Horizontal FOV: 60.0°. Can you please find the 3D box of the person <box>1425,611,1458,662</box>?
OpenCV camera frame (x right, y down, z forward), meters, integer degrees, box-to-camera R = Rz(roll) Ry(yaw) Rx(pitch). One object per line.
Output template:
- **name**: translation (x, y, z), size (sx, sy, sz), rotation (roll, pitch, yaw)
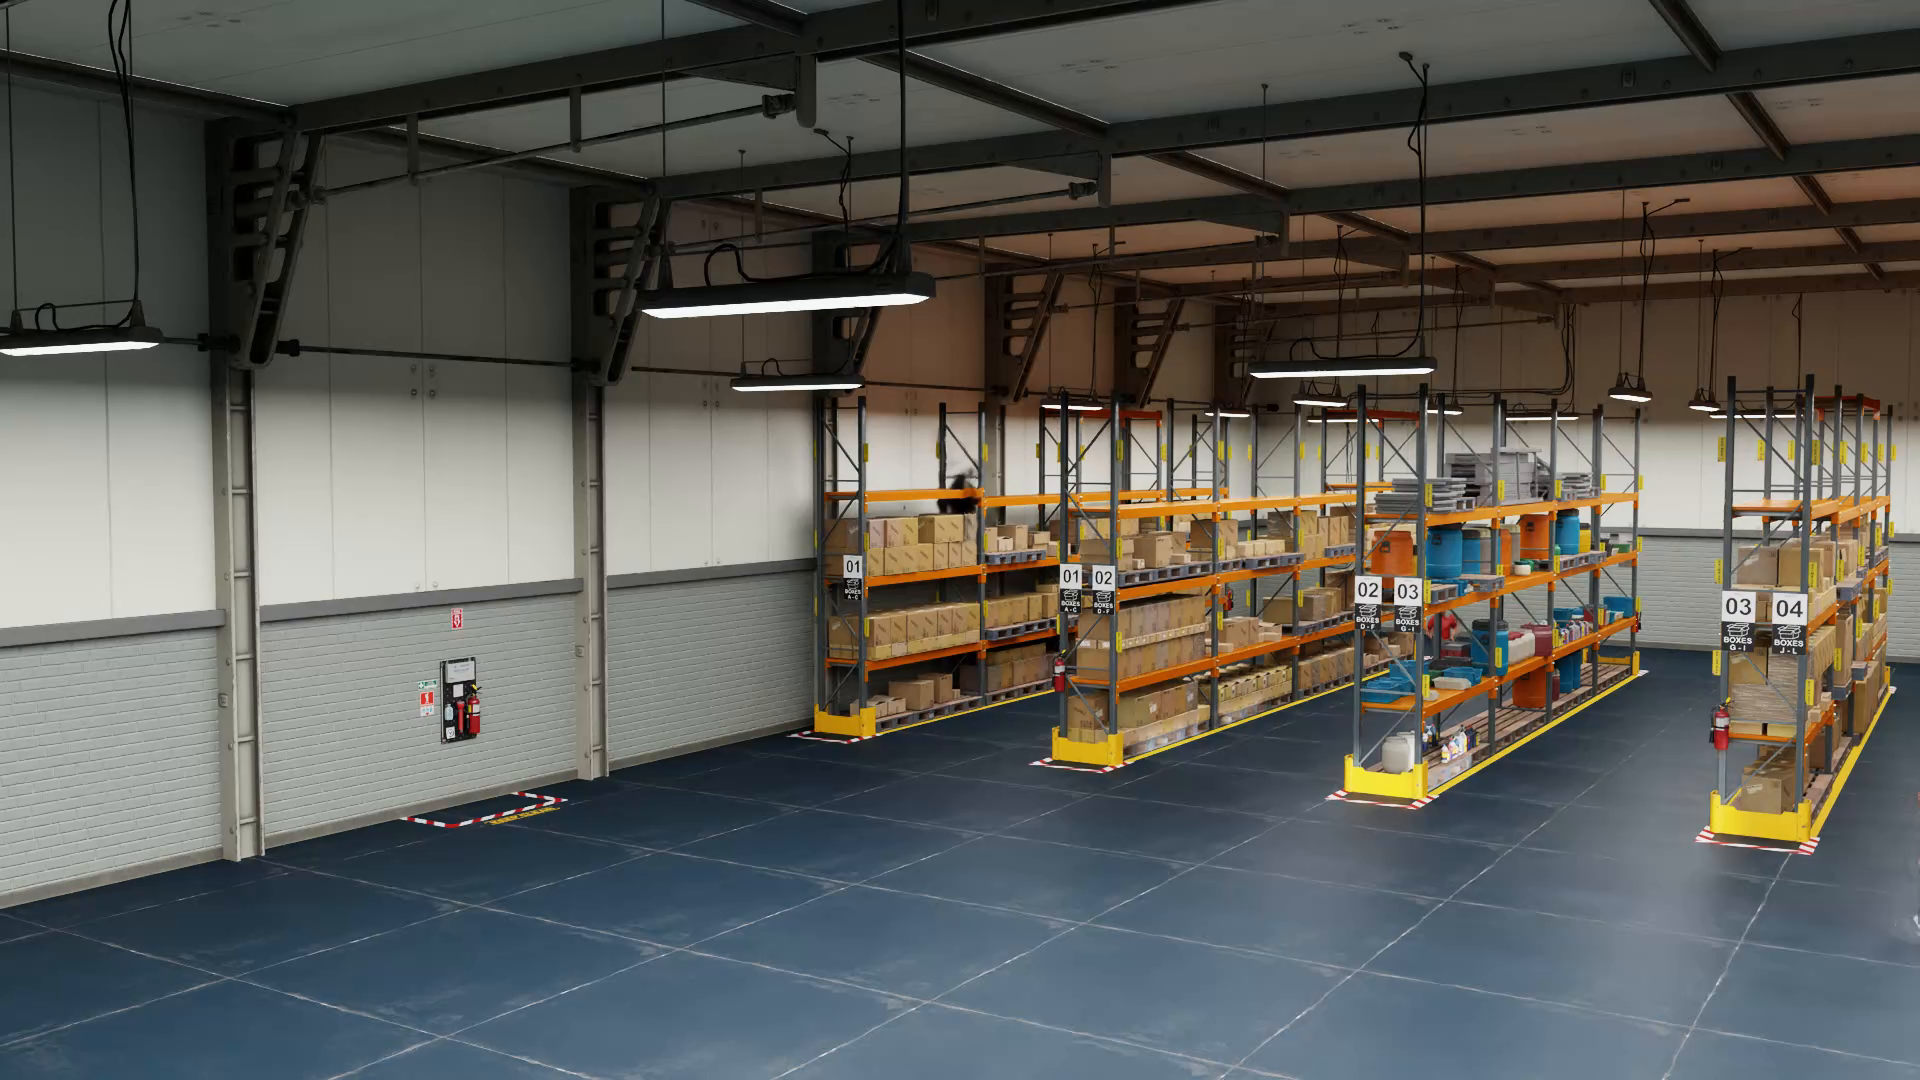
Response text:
- **person**: translation (10.378, 2.273, 35.871), size (0.665, 1.720, 0.888), rotation (1, 3, 17)
